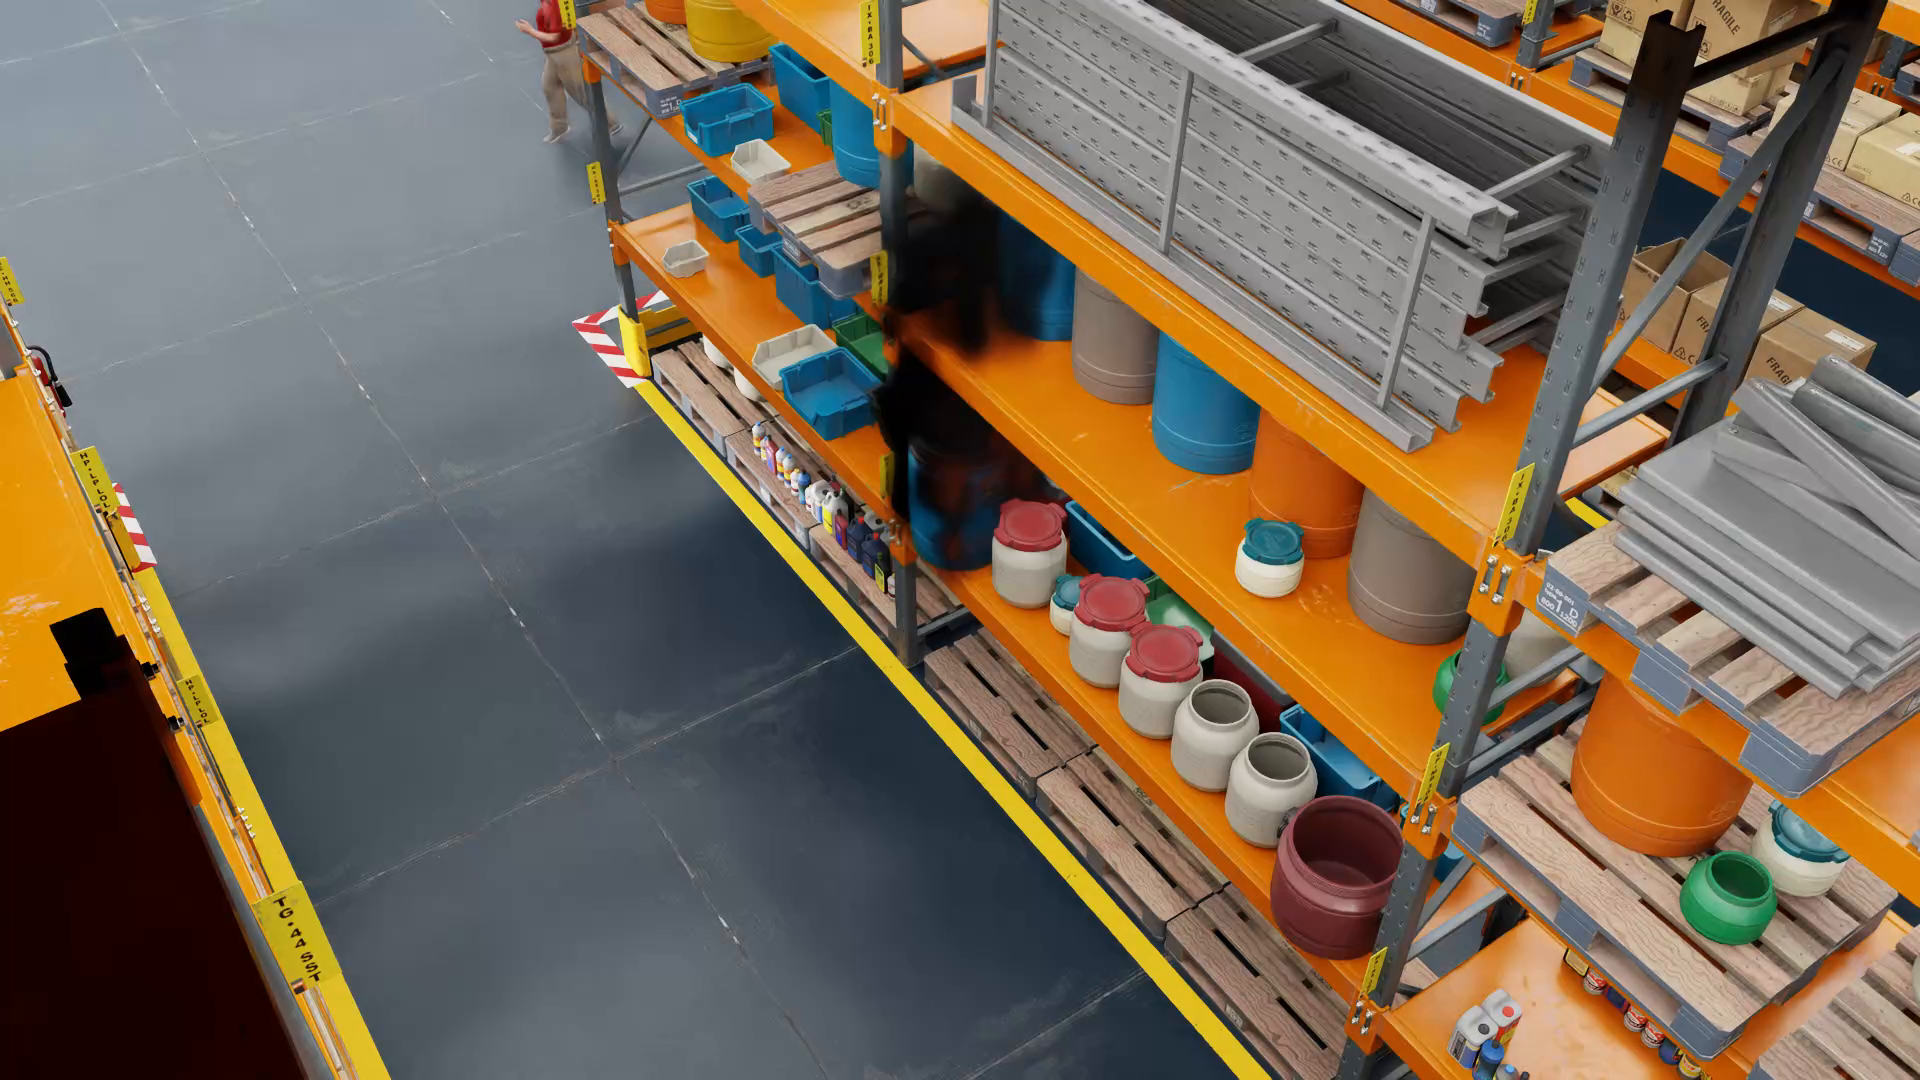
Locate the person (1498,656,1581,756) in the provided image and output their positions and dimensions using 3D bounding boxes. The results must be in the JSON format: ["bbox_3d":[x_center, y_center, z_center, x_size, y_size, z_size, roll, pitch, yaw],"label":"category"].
[{"bbox_3d":[3.489,0.845,9.229,0.570,1.672,0.884,-27,49,-26],"label":"person"}]

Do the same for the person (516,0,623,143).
[{"bbox_3d":[-3.602,-4.406,15.302,0.811,1.803,0.629,-4,43,-5],"label":"person"}]
